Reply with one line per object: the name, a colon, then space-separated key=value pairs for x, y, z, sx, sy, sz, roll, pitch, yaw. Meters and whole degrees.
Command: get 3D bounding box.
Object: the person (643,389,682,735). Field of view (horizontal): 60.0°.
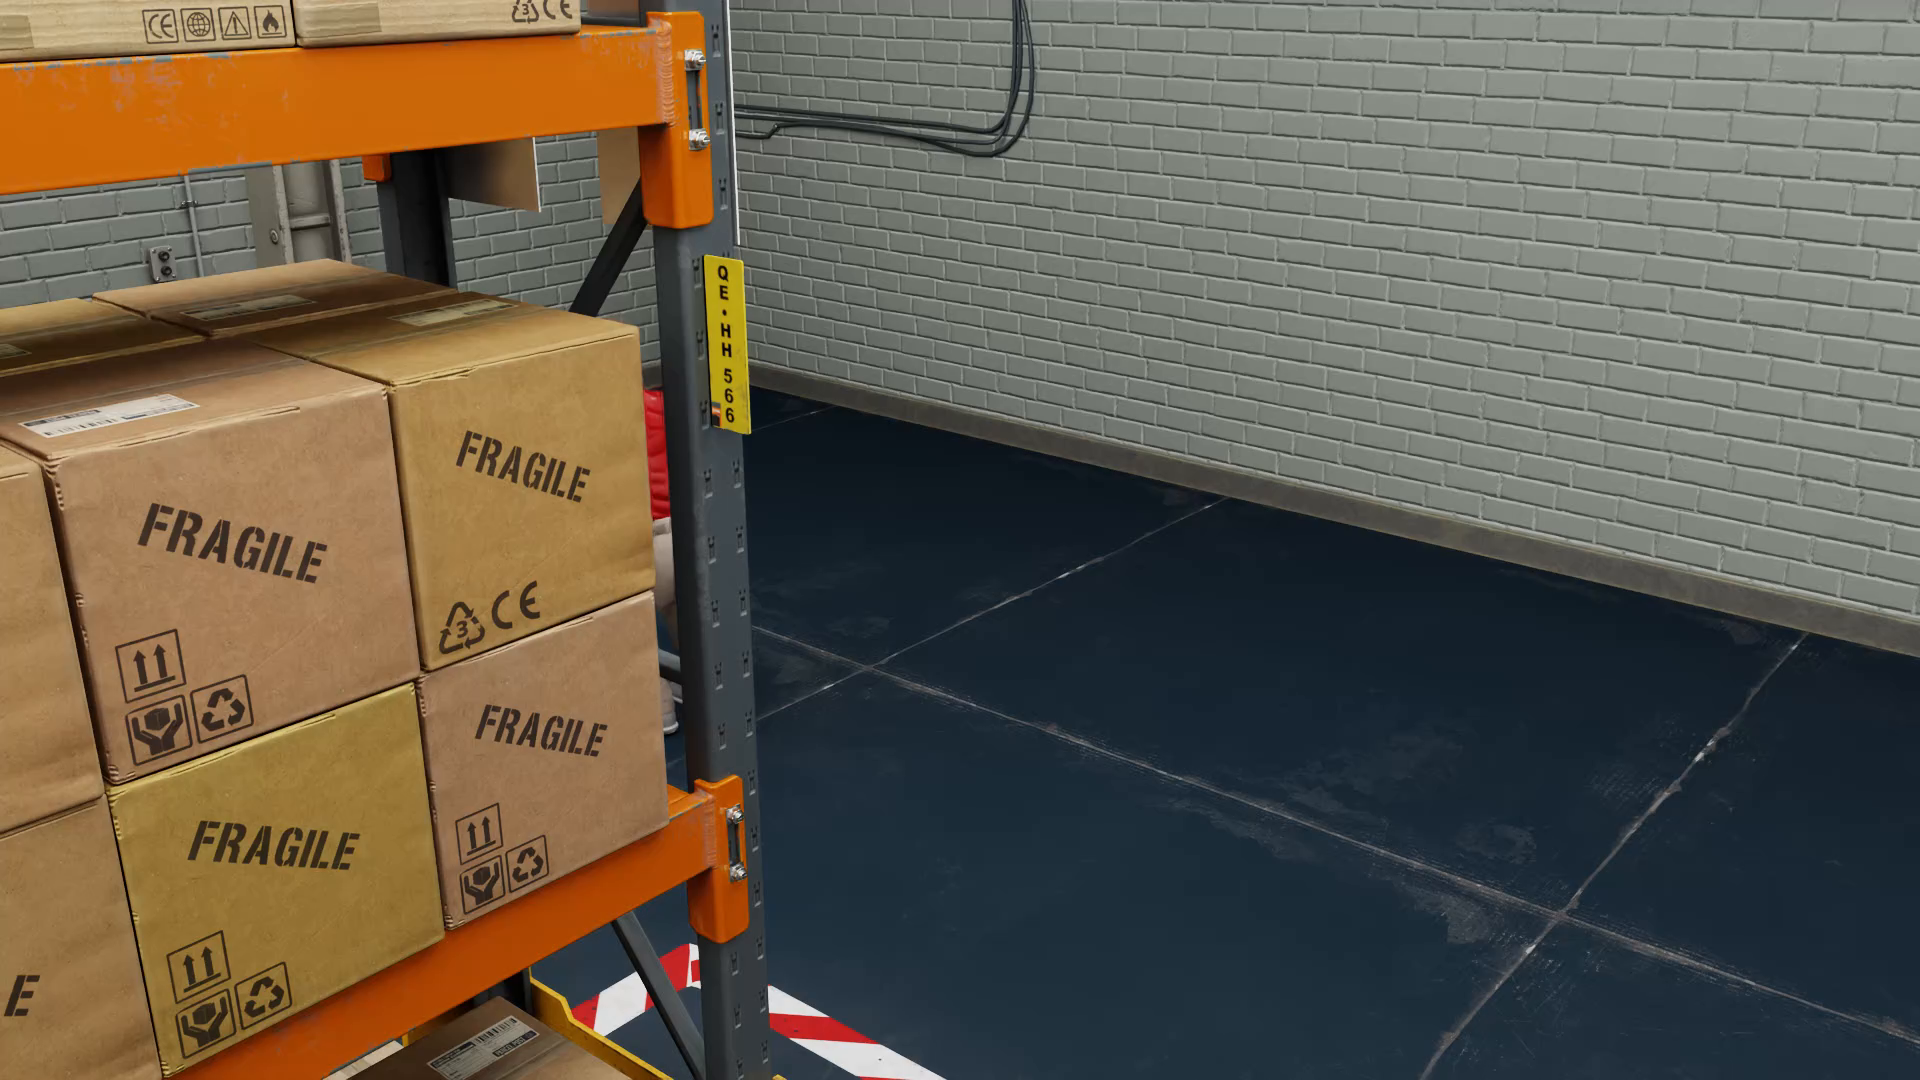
person: x=-1.210 y=0.017 z=6.448 sx=0.666 sy=1.466 sz=0.588 roll=16 pitch=25 yaw=37
